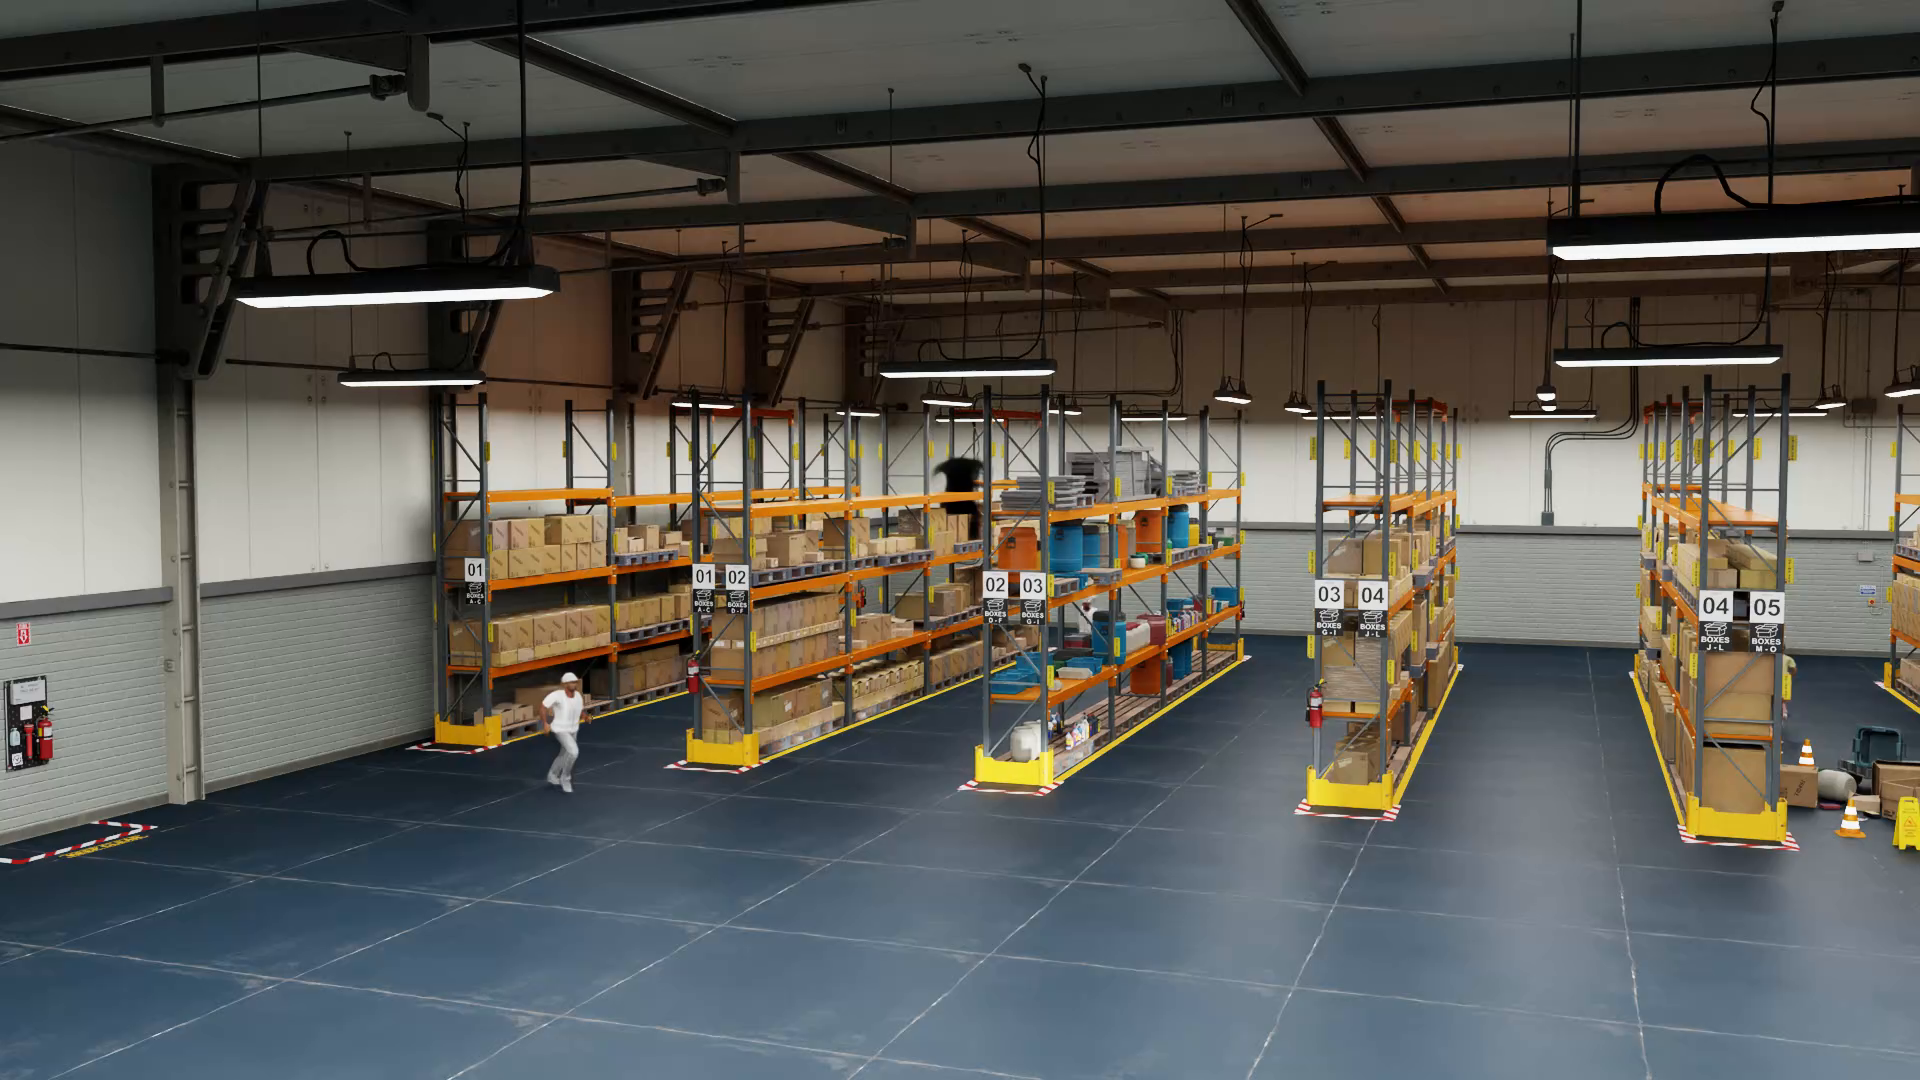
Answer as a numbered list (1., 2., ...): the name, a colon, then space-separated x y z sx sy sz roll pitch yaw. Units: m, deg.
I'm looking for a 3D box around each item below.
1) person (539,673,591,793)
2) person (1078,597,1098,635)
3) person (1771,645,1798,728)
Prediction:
1. person: -5.827 2.835 24.542 0.834 1.774 0.645 2 4 31
2. person: 2.907 2.113 37.799 0.679 1.718 0.717 2 4 36
3. person: 14.674 2.624 29.755 0.581 1.603 0.580 1 3 16
